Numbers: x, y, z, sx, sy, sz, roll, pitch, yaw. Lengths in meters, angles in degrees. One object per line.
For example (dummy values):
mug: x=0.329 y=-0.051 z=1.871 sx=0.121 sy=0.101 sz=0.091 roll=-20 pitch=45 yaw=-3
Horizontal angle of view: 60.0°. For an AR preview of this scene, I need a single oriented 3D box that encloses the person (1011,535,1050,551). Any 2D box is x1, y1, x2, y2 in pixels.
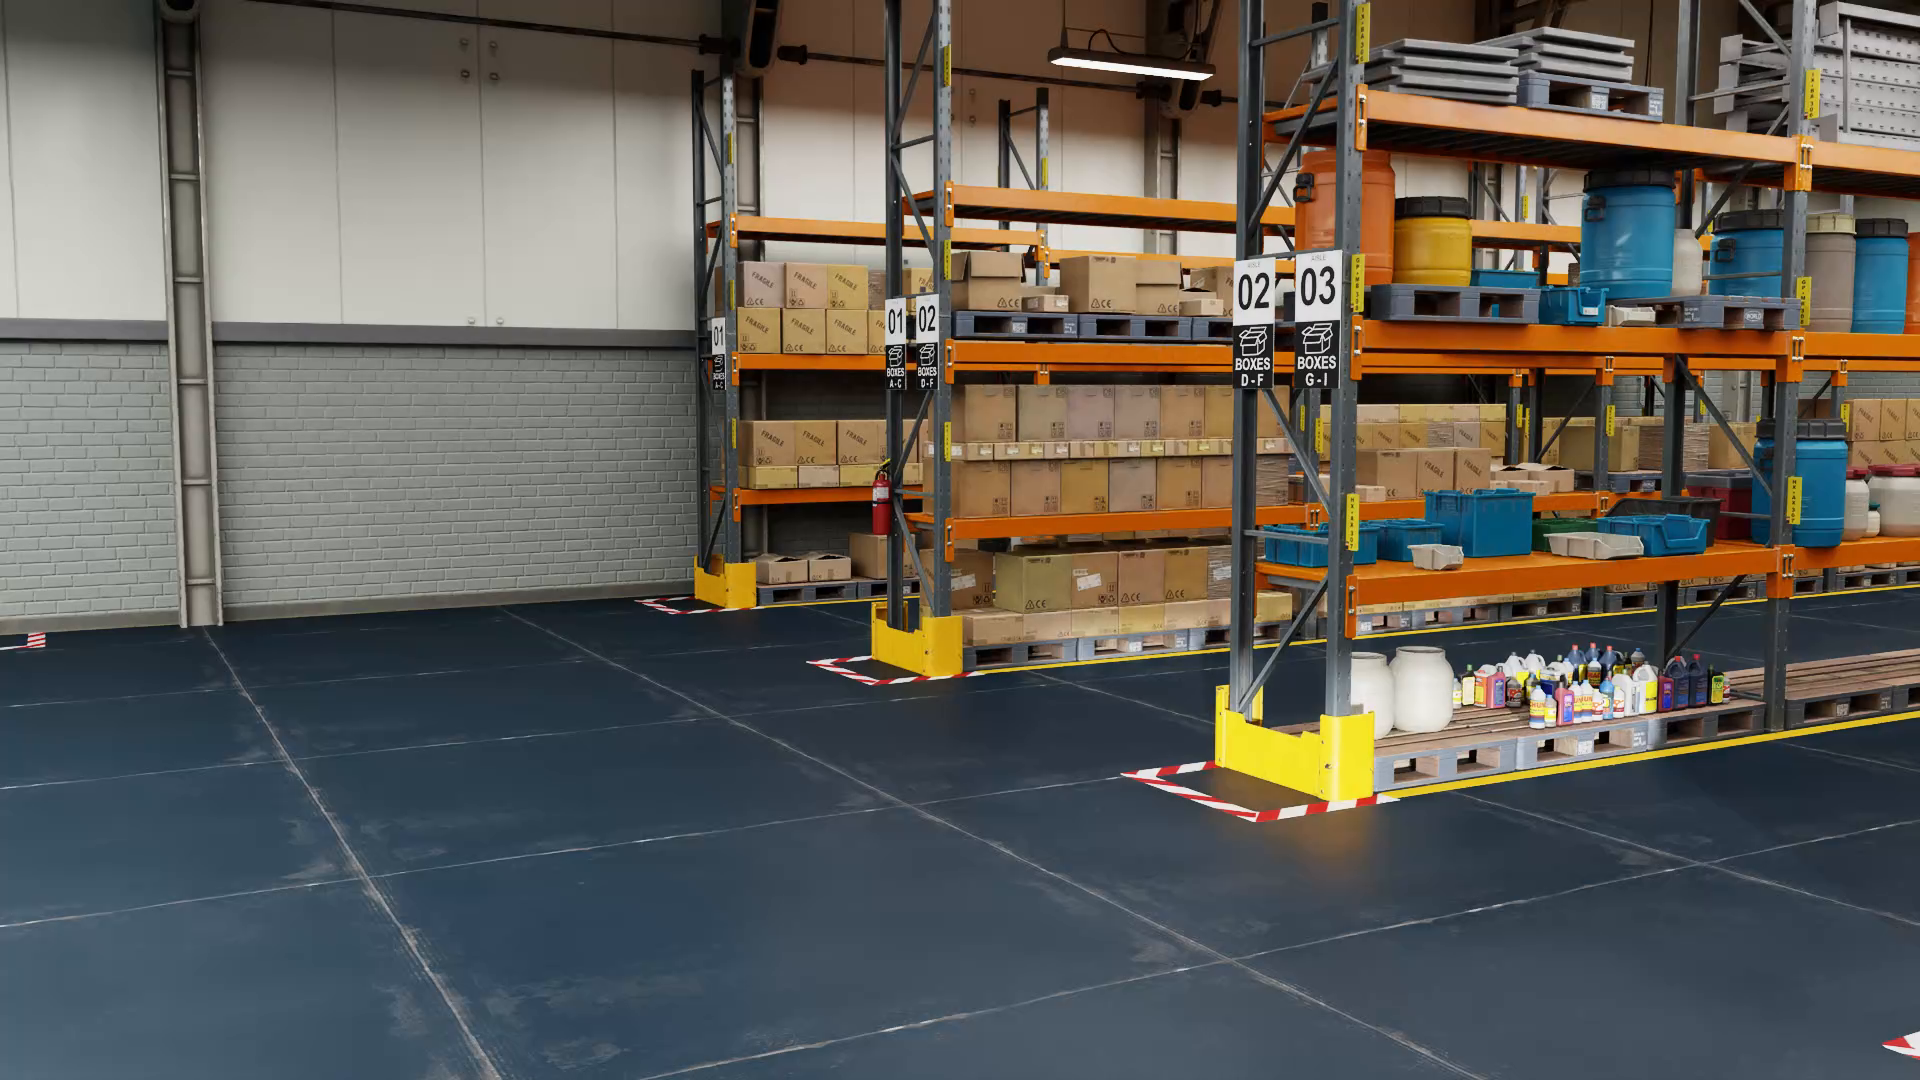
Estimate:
person: x=0.744 y=-0.028 z=17.762 sx=0.467 sy=1.676 sz=0.420 roll=-3 pitch=6 yaw=-30
